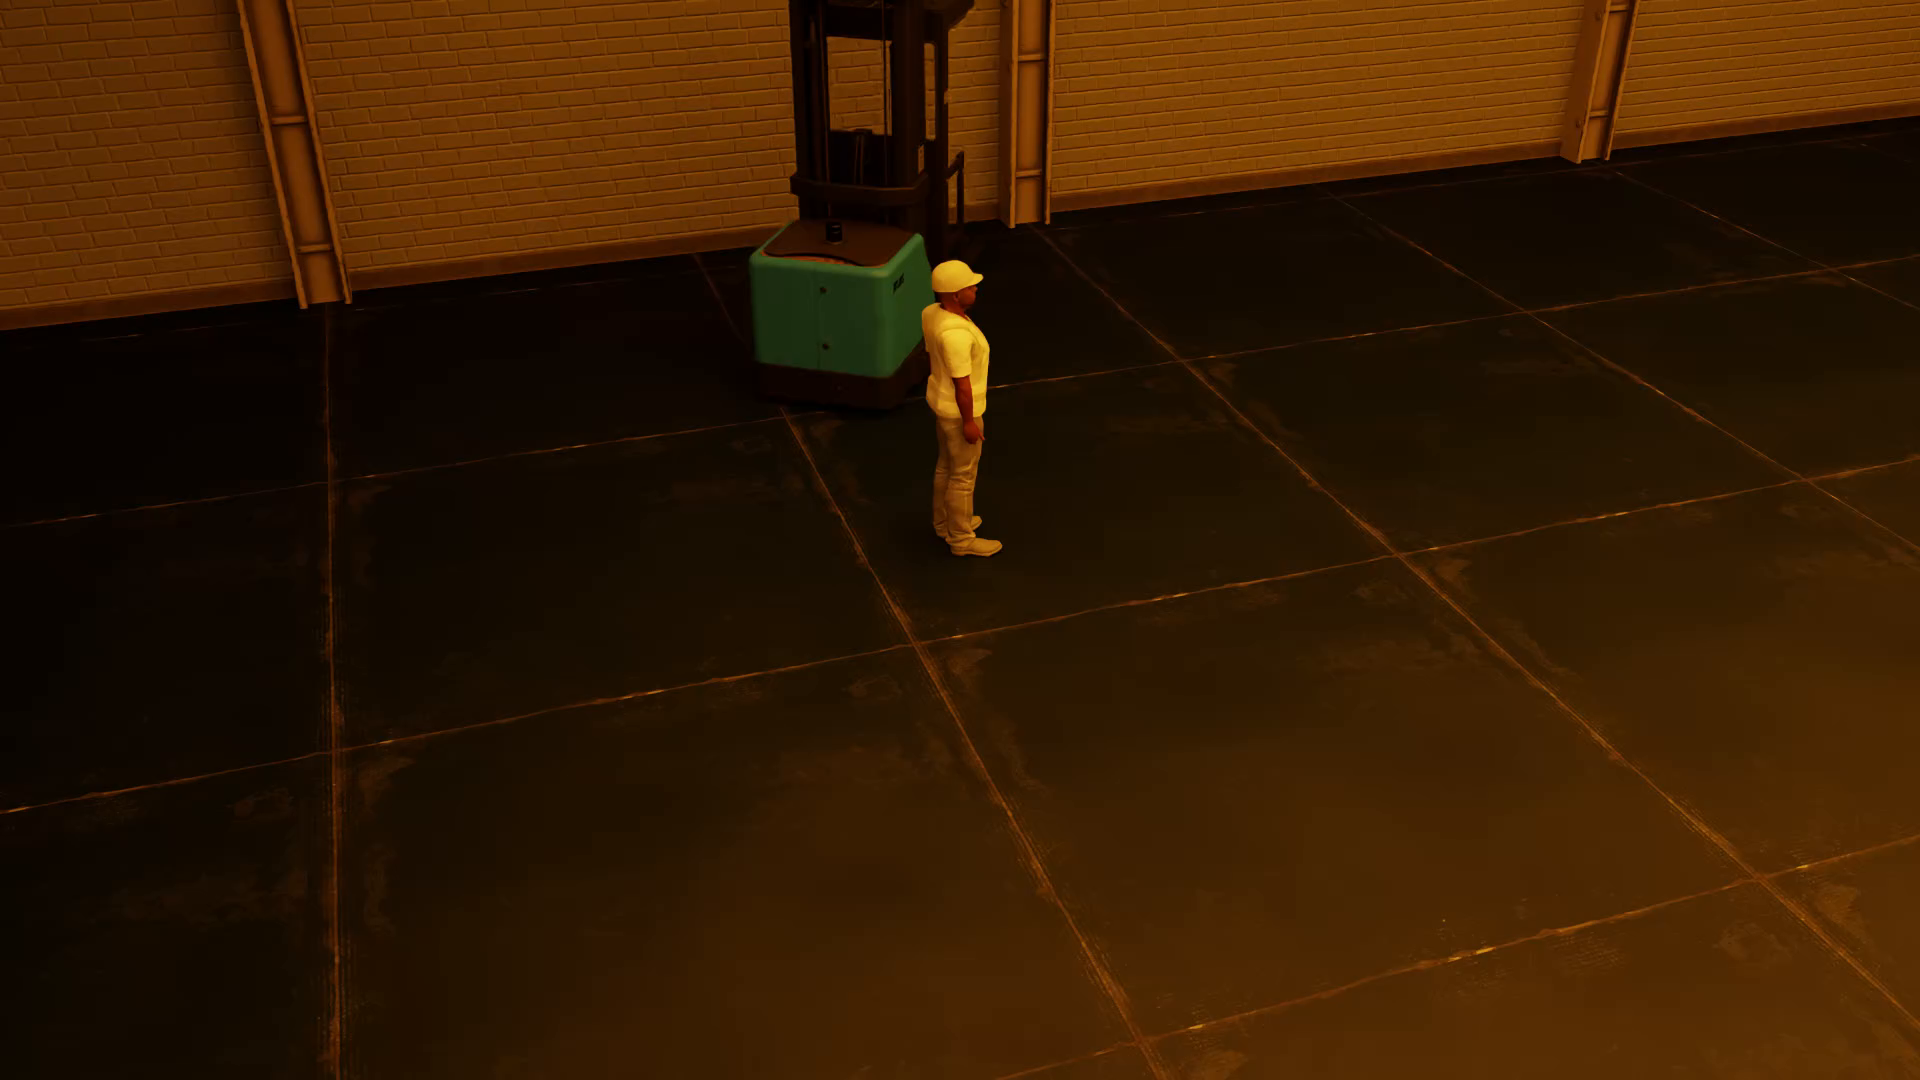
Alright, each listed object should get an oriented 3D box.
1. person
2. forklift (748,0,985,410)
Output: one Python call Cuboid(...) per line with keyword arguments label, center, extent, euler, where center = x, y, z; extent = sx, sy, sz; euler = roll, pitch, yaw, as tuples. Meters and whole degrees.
Cuboid(label="person", center=(-0.001, -0.770, 9.595), extent=(0.388, 1.770, 0.556), euler=(-10, 31, -16))
Cuboid(label="forklift", center=(-0.545, -2.887, 12.104), extent=(1.130, 2.935, 3.031), euler=(8, 31, 14))
